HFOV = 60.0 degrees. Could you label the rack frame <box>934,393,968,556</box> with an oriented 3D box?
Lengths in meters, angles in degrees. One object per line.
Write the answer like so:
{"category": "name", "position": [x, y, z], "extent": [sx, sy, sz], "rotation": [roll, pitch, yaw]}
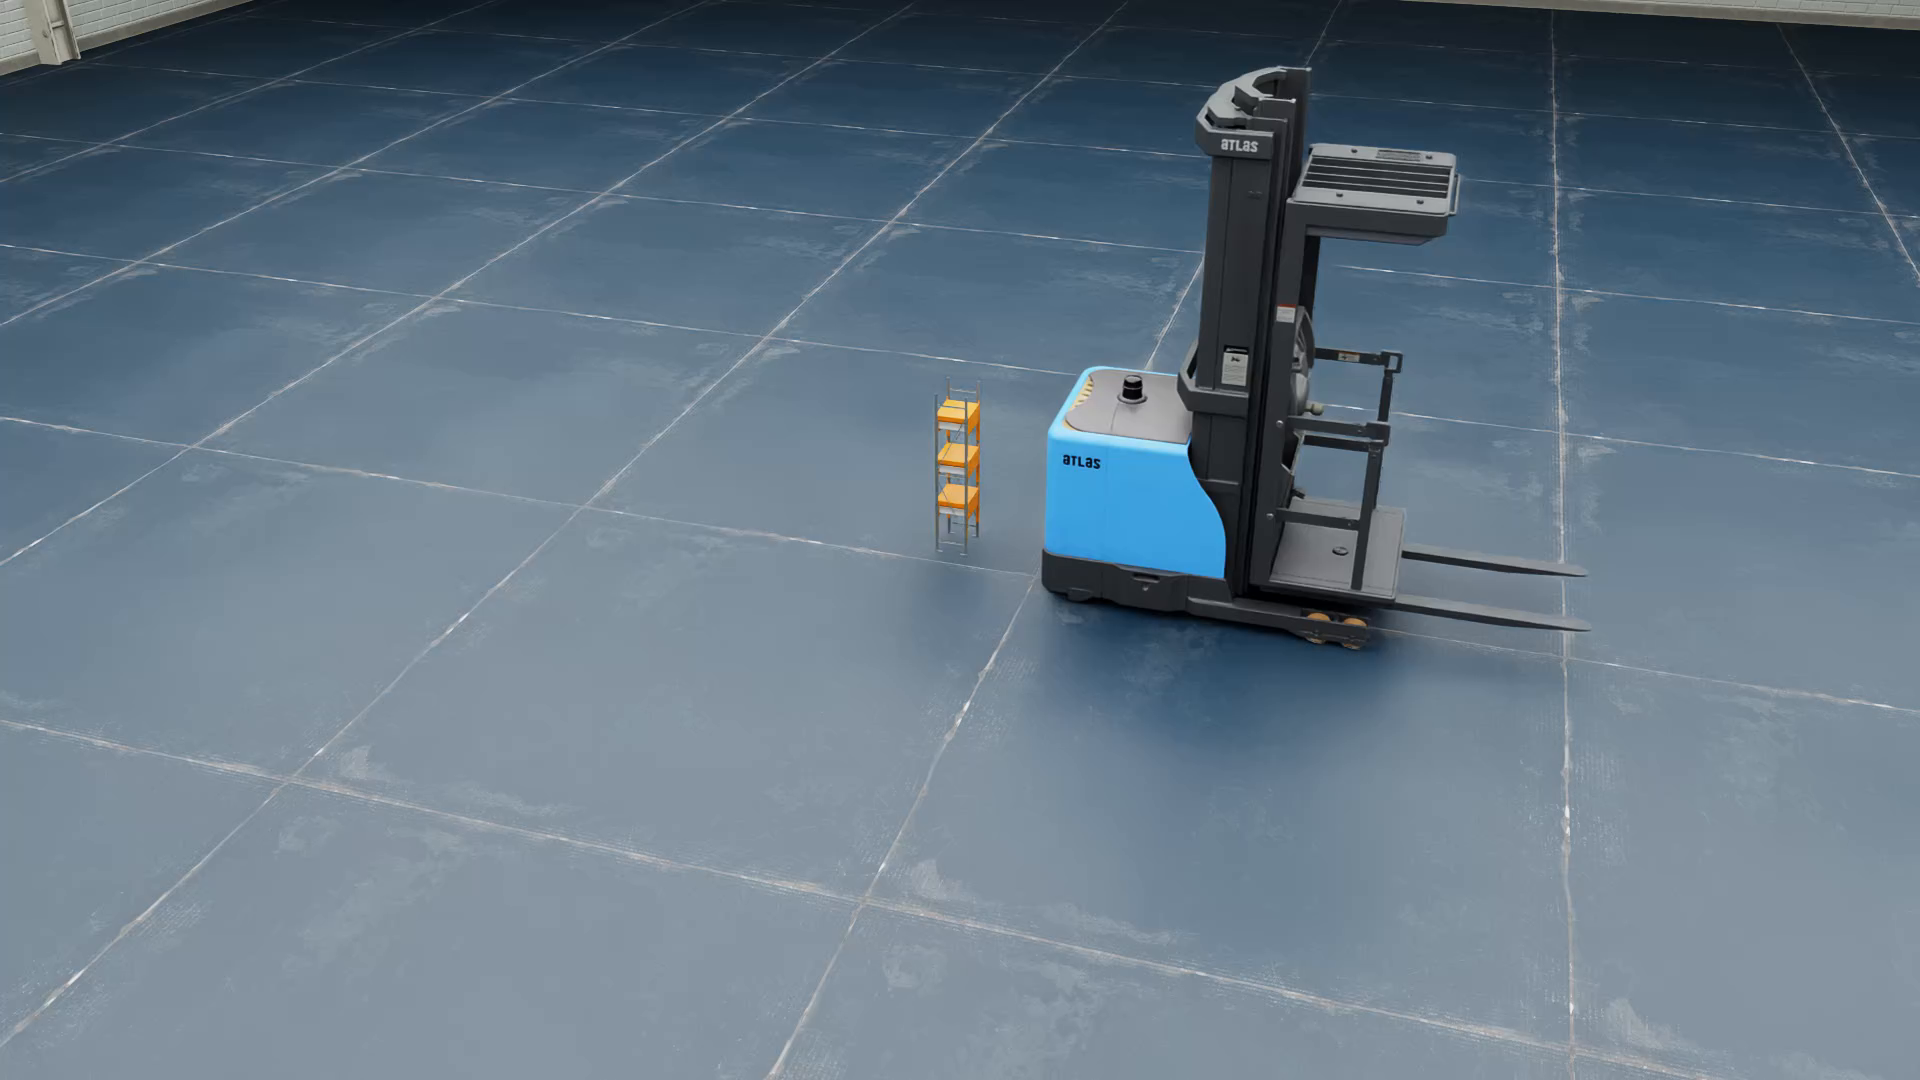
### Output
{"category": "rack frame", "position": [-0.052, -0.377, 9.883], "extent": [0.200, 1.050, 0.008], "rotation": [8, 30, 15]}

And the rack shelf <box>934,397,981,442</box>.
{"category": "rack shelf", "position": [-0.016, -0.673, 9.852], "extent": [0.215, 0.259, 0.240], "rotation": [8, 30, 15]}

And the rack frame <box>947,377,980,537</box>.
{"category": "rack frame", "position": [0.020, -0.491, 10.087], "extent": [0.200, 1.050, 0.008], "rotation": [8, 30, 15]}

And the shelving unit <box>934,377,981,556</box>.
{"category": "shelving unit", "position": [-0.016, -0.434, 9.985], "extent": [0.215, 1.050, 0.252], "rotation": [8, 30, 15]}

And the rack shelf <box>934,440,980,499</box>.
{"category": "rack shelf", "position": [-0.016, -0.425, 9.990], "extent": [0.215, 0.259, 0.240], "rotation": [8, 30, 15]}

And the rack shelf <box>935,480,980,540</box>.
{"category": "rack shelf", "position": [-0.016, -0.182, 10.126], "extent": [0.215, 0.259, 0.240], "rotation": [8, 30, 15]}

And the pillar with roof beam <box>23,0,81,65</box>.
{"category": "pillar with roof beam", "position": [-7.432, -9.469, 18.051], "extent": [9.100, 9.000, 0.400], "rotation": [8, 30, 15]}

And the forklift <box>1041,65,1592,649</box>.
{"category": "forklift", "position": [2.049, -0.968, 9.011], "extent": [3.031, 2.935, 1.130], "rotation": [8, 30, 15]}
